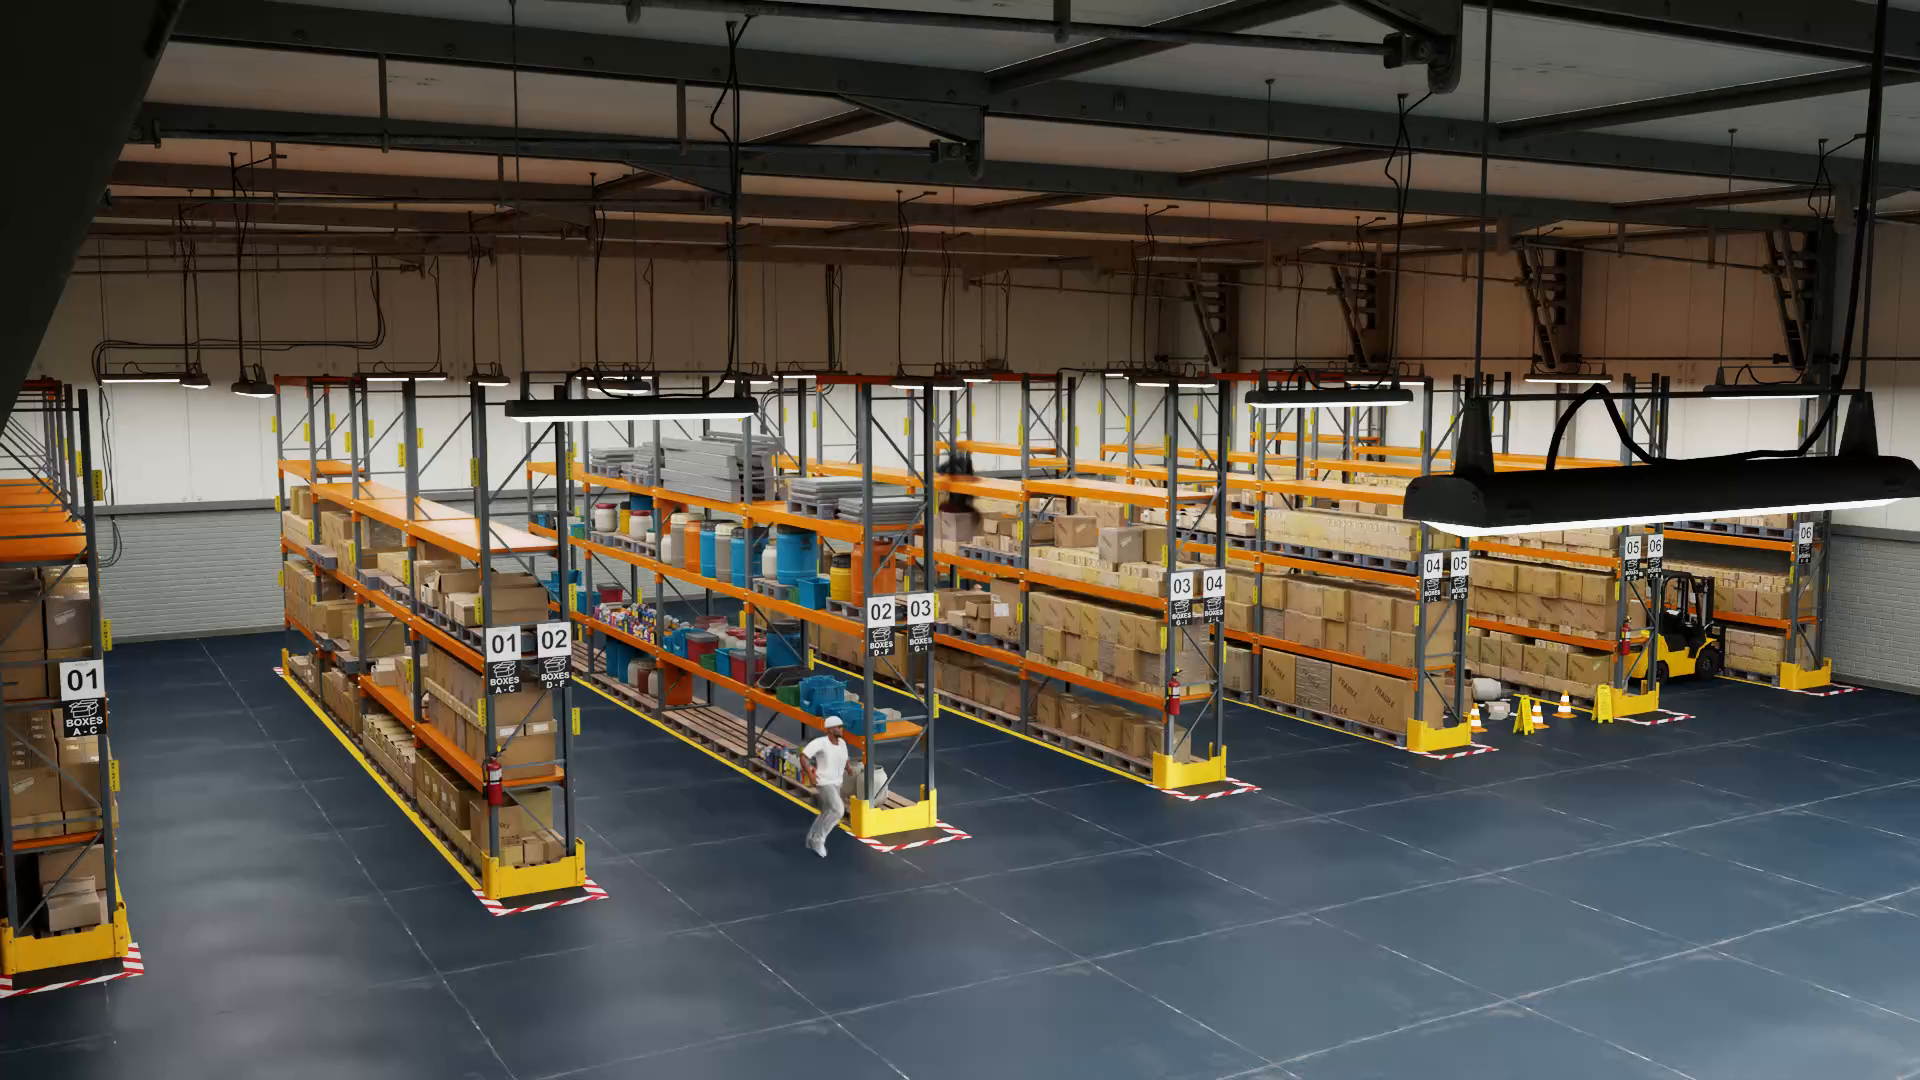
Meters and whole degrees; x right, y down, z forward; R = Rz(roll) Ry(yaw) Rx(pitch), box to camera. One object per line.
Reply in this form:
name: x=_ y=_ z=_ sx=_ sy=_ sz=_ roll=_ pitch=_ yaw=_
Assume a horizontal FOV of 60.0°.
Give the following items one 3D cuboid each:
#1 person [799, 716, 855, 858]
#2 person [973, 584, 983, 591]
person: x=-1.654 y=3.144 z=21.351 sx=0.640 sy=1.752 sz=0.720 roll=3 pitch=7 yaw=28
person: x=0.380 y=1.732 z=33.901 sx=0.707 sy=1.670 sz=0.760 roll=-4 pitch=8 yaw=-35
